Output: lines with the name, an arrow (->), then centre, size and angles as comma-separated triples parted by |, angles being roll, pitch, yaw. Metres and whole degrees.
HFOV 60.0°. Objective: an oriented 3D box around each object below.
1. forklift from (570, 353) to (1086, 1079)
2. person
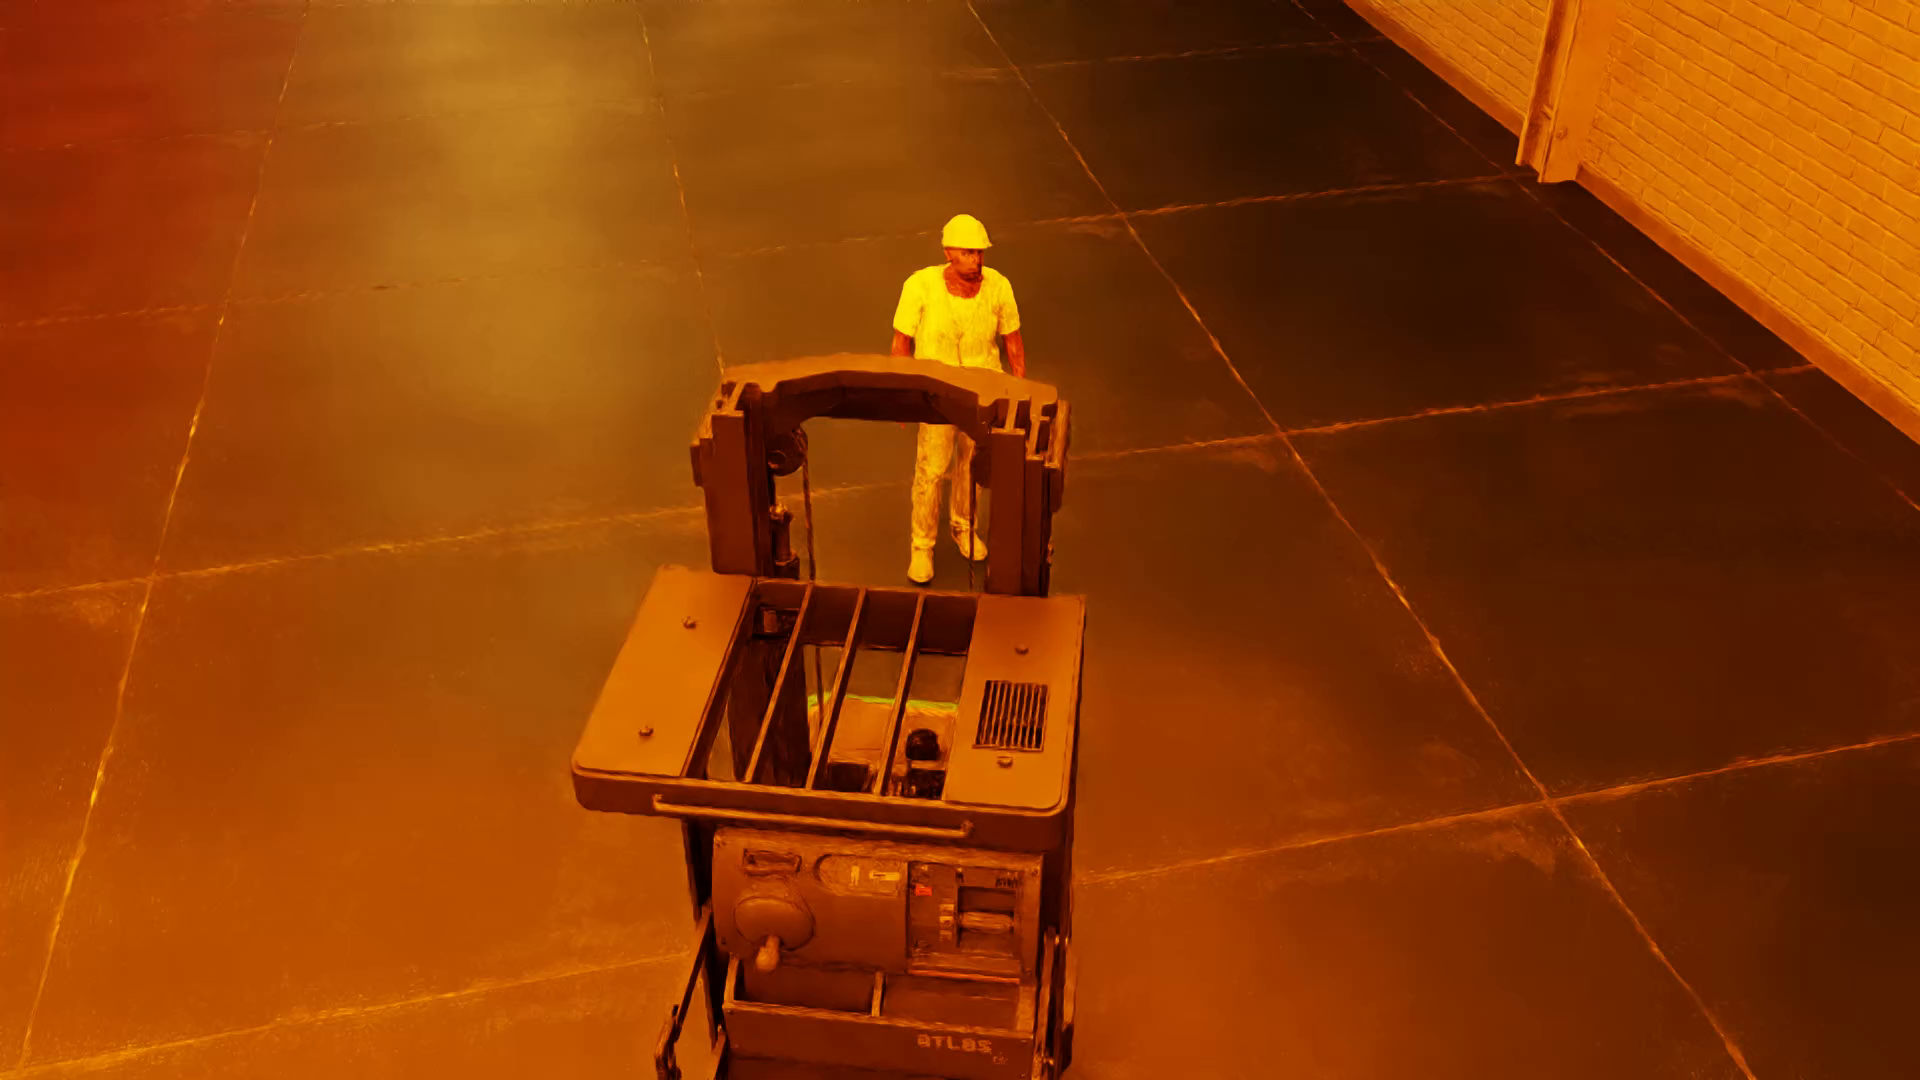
forklift -> -0.261, 1.108, 4.510 | 1.130, 2.935, 3.031 | 4, 36, 6
person -> 0.010, -0.682, 7.983 | 0.665, 1.766, 0.576 | -8, 36, -11
